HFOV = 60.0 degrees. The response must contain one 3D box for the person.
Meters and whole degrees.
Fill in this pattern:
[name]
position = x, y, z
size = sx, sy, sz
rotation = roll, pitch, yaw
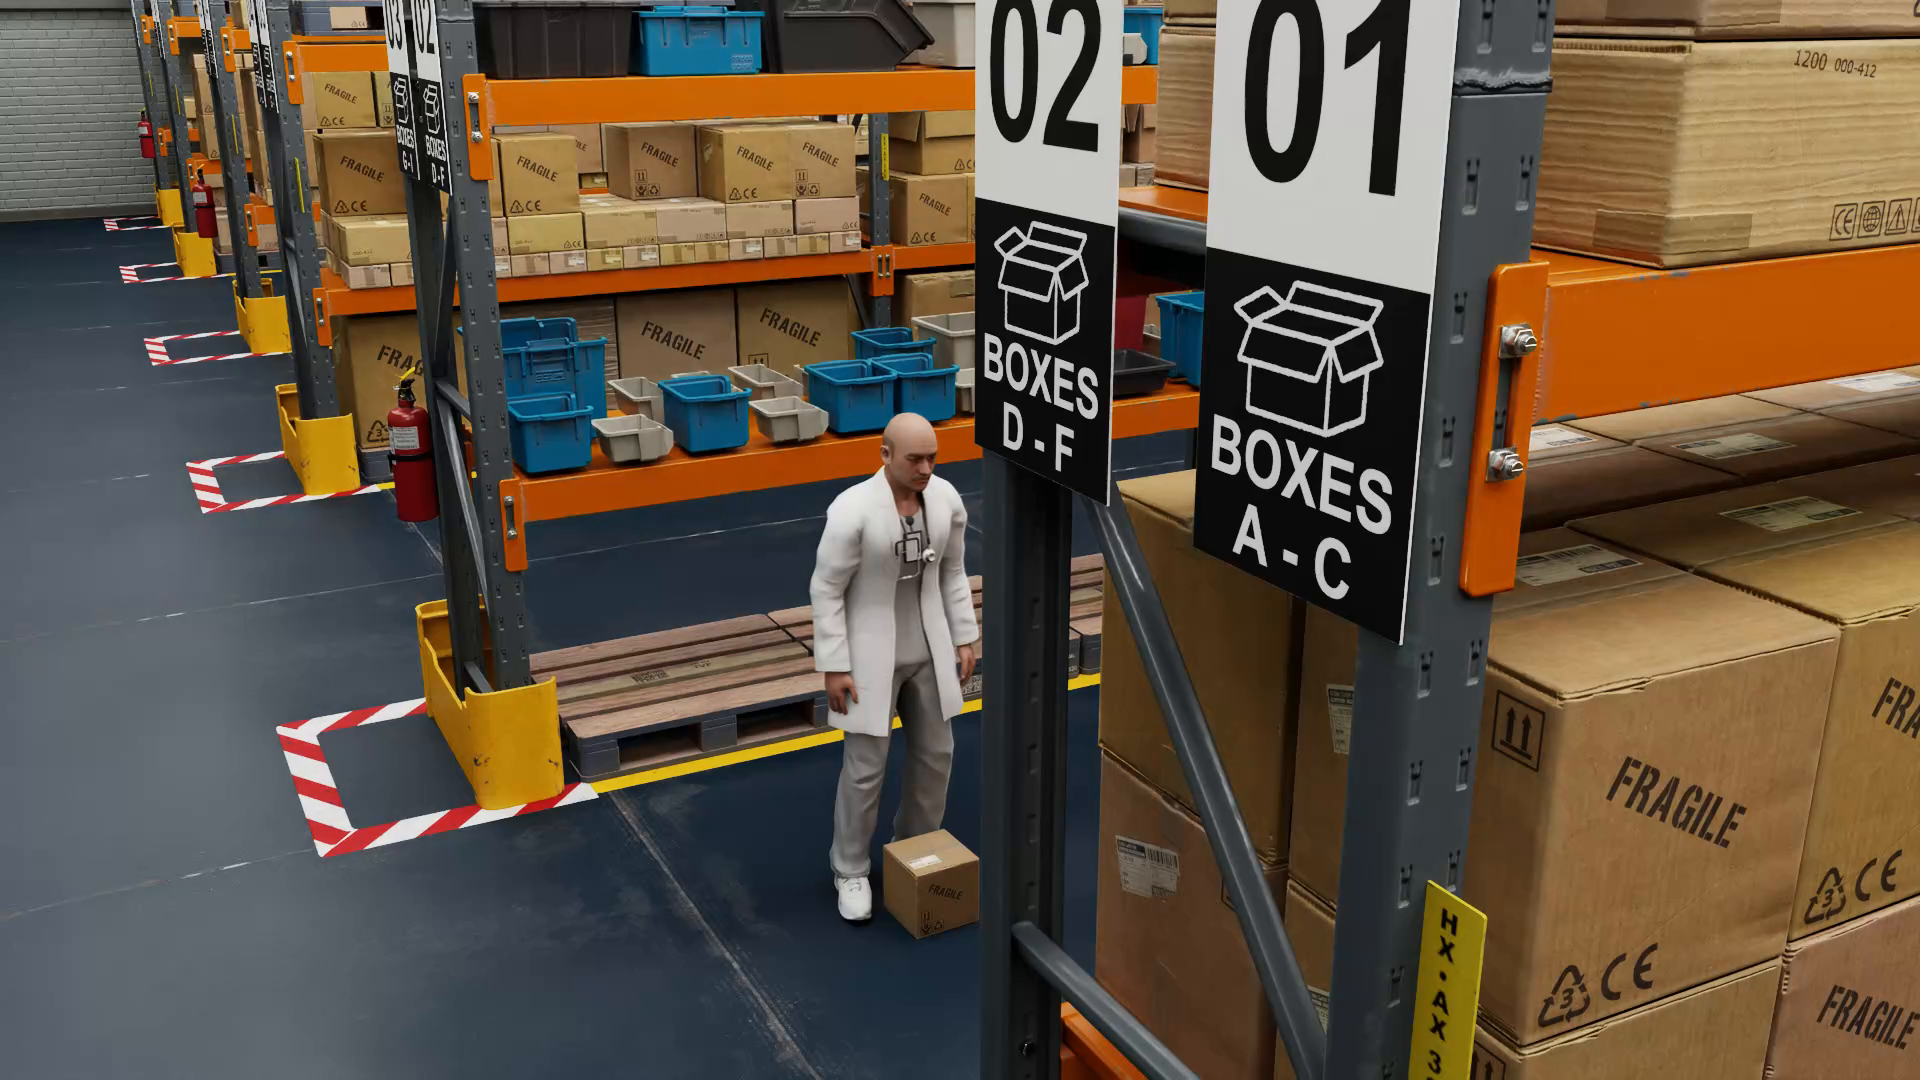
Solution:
[person]
position = -0.213, 0.414, 5.823
size = 0.651, 1.773, 0.428
rotation = -11, 21, -30
